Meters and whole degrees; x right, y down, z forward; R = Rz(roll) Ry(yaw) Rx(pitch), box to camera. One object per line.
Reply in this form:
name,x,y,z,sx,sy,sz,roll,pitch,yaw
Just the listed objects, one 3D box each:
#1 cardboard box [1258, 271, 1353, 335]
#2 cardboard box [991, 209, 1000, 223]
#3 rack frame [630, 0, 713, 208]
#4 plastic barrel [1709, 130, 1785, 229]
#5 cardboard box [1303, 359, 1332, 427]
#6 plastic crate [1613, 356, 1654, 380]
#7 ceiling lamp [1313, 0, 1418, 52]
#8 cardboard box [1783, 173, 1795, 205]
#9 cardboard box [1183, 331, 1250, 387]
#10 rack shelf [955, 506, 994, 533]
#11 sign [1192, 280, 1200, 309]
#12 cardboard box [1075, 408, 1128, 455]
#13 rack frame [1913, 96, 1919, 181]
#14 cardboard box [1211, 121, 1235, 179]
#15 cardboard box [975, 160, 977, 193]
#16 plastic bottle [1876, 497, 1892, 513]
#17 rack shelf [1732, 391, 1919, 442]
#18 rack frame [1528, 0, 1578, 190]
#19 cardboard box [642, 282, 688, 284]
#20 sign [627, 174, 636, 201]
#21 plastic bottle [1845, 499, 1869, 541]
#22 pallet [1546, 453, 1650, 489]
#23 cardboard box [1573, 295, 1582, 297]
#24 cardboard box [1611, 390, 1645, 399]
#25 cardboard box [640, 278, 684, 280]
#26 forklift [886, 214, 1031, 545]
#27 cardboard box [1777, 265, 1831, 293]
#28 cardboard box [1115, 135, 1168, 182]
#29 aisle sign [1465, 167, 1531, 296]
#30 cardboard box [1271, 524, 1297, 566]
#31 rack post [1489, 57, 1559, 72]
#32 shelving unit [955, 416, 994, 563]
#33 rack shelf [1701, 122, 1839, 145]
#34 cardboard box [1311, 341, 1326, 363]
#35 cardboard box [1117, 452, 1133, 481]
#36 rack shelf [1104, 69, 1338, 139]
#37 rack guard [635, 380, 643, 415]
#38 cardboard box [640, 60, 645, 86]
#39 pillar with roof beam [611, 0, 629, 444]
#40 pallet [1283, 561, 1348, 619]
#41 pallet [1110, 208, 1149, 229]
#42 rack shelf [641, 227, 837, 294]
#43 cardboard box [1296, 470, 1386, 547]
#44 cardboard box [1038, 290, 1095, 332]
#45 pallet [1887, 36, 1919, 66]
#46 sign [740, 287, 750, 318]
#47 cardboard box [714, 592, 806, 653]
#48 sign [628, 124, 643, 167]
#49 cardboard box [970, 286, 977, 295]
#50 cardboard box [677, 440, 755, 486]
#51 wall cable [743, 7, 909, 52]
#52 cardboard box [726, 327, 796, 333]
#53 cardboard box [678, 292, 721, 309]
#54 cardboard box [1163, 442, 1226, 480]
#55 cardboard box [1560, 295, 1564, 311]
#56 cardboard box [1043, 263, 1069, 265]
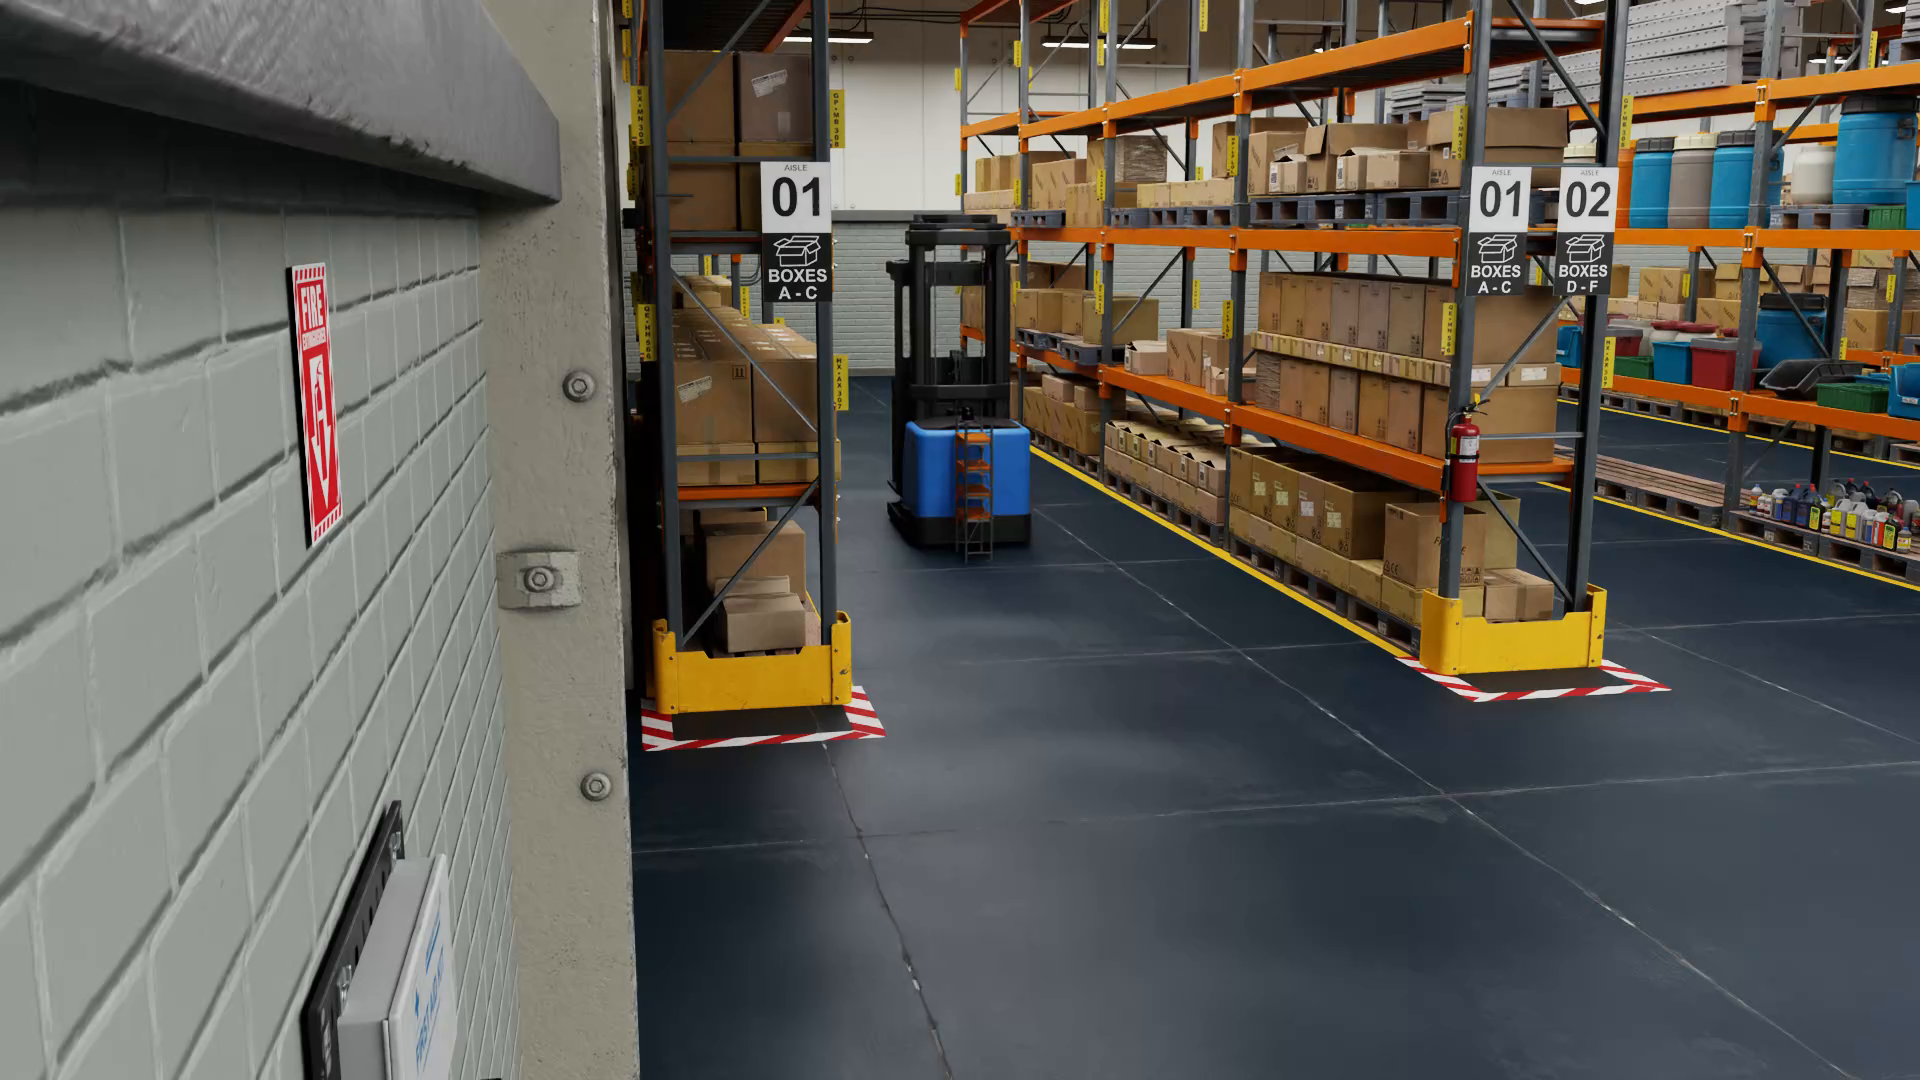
cardboard box,2.934,-1.999,13.993,0.700,0.500,0.500,-2,11,-11
cardboard box,0.737,-4.524,23.374,0.500,0.250,0.500,-2,11,-11
rack frame,-3.573,-5.627,20.748,1.000,3.000,0.127,-2,11,-11
plastic barrel,7.389,-3.378,15.614,0.600,0.901,0.708,-2,11,-11
cardboard box,3.137,-1.173,13.123,0.700,0.500,0.500,-2,11,-10
plastic crate,7.085,-1.778,17.137,0.450,0.188,0.662,-2,11,-11
ceiling lamp,7.315,-10.173,29.017,2.000,3.185,0.800,-2,11,-11
cardboard box,11.363,-4.591,21.929,0.797,0.503,0.637,-2,11,-12
cardboard box,2.508,-1.773,16.274,0.500,0.500,0.500,-2,11,-11
rack shelf,0.122,-0.181,14.414,0.258,0.148,0.480,-2,11,-9
sign,2.607,-2.717,18.406,0.100,0.325,0.005,-2,11,-11
cardboard box,1.651,-1.279,19.454,0.500,0.500,0.500,-2,11,-9
rack frame,11.781,-5.434,19.733,1.000,3.000,0.127,-2,11,-11
cardboard box,2.627,-3.586,15.321,0.500,0.500,0.500,-1,11,-6
cardboard box,0.623,-5.515,25.238,0.700,0.500,0.500,-2,11,-11
plastic bottle,8.113,-0.244,14.600,0.061,0.283,0.133,-2,11,-11
rack shelf,8.090,-0.853,13.633,1.077,0.370,4.000,-2,11,-11
rack frame,6.923,-5.254,18.786,1.000,3.000,0.127,-2,11,-11
cardboard box,-3.235,-2.689,18.233,0.500,0.250,0.500,-2,11,-13
sign,-4.117,-4.426,20.865,0.100,0.325,0.005,-2,11,-11
plastic bottle,7.606,-0.178,14.072,0.144,0.351,0.185,-2,11,-9
pallet,7.036,-0.793,18.854,1.003,0.211,1.213,-2,11,-11
cardboard box,10.151,-4.205,26.923,0.500,0.500,0.500,-2,11,-12
cardboard box,10.778,-2.672,25.826,0.875,0.875,0.875,-2,11,-11
cardboard box,-3.528,-2.972,19.722,0.500,0.250,0.500,-3,11,-13
forklift,-0.111,-1.623,15.937,1.130,2.935,3.031,-2,11,-9
cardboard box,11.394,-3.406,22.172,0.797,0.503,0.637,-2,11,-9
cardboard box,1.985,-4.221,18.443,0.500,0.500,0.500,-2,11,-11
aisle sign,3.344,-1.914,10.333,0.394,0.787,0.004,-2,11,-11
cardboard box,2.819,0.031,13.298,0.500,0.250,0.500,-2,11,-11
rack post,6.675,-5.647,19.470,0.624,0.289,0.986,-2,11,-11
shelving unit,0.122,-0.442,14.365,0.258,1.200,0.503,-2,11,-9
rack shelf,11.392,-5.251,21.765,1.077,0.370,4.000,-2,11,-11
cardboard box,2.958,-1.469,12.943,0.380,0.149,0.250,-2,11,-13
cardboard box,1.976,-0.784,17.577,0.500,0.250,0.500,-2,11,-13
rack shelf,2.452,-4.158,16.021,1.077,0.370,4.000,-2,11,-11
rack guard,-4.356,-2.190,25.420,1.175,0.500,0.348,-2,11,-11
cardboard box,-1.696,-2.672,10.250,0.500,0.500,0.500,-1,11,-7
pillar with roof beam,-0.335,-5.881,22.080,9.100,9.000,0.400,-2,11,-11
pallet,3.196,0.348,12.859,1.003,0.211,1.213,-2,11,-11
pallet,2.283,-3.387,17.505,1.213,0.211,1.003,-2,11,-8
rack shelf,-1.628,-1.966,11.460,1.077,0.370,4.000,-2,11,-11
cardboard box,2.918,-0.246,12.746,0.500,0.500,0.500,-2,11,-11
cardboard box,1.354,-2.898,21.061,0.700,0.500,0.500,0,11,-2
pallet,8.129,-3.857,13.020,1.003,0.211,1.213,-2,11,-11
sign,-2.264,-2.498,17.466,0.100,0.325,0.005,-2,11,-11
cardboard box,-1.285,0.495,10.640,0.500,0.311,0.500,-3,11,-17
sign,-2.561,-3.113,13.125,0.100,0.325,0.005,-2,11,-11
cardboard box,0.444,-3.948,25.030,0.500,0.500,0.500,-2,11,-10
cardboard box,-1.520,-0.494,10.171,0.500,0.250,0.500,-2,11,-10
wall cable,-2.447,-8.465,30.456,3.097,2.526,0.112,-2,11,-11
cardboard box,-1.519,-1.351,12.666,0.500,0.500,0.500,-2,11,-11
cardboard box,-2.621,-2.410,16.710,0.380,0.149,0.250,-4,12,-21
cardboard box,2.279,-0.775,16.033,0.500,0.311,0.500,-2,11,-11
cardboard box,10.054,-3.929,27.475,0.500,0.250,0.500,-2,11,-13
cardboard box,1.369,-3.593,23.161,0.500,0.500,0.500,-2,11,-13
